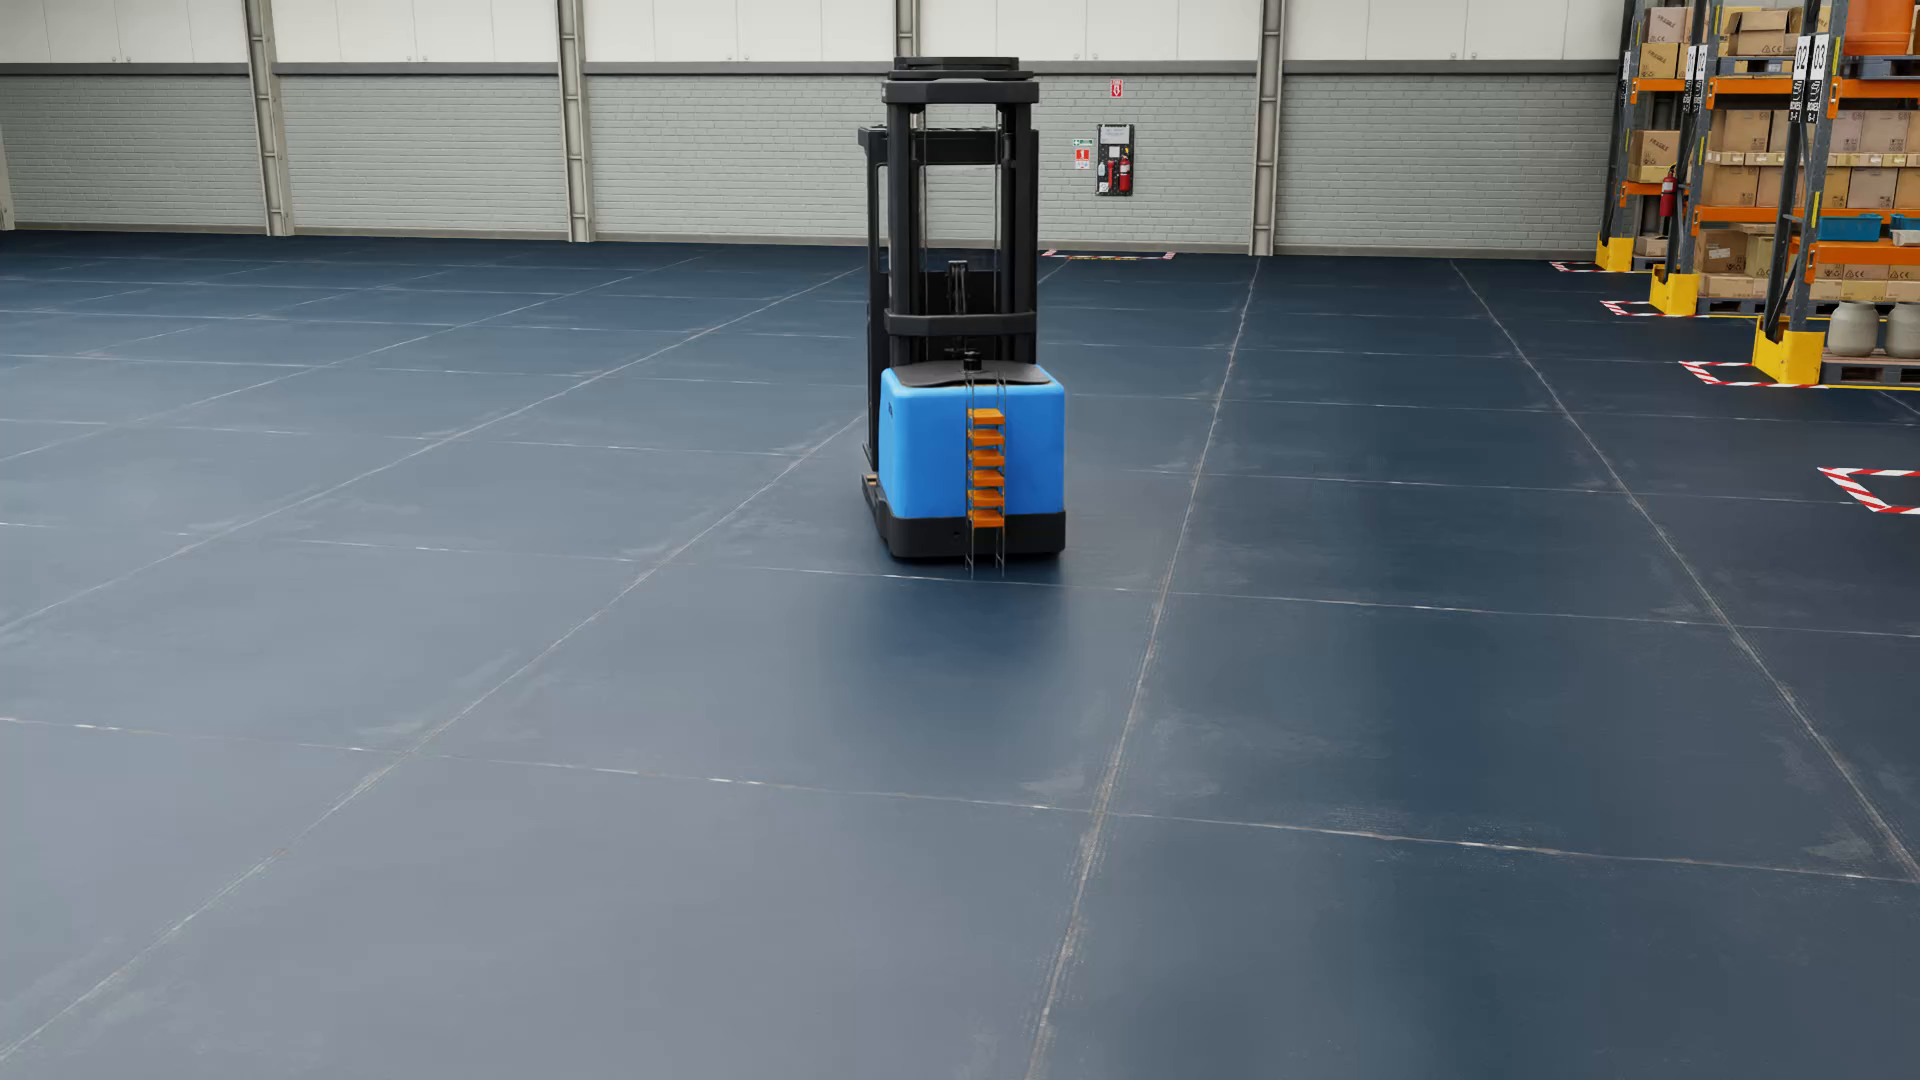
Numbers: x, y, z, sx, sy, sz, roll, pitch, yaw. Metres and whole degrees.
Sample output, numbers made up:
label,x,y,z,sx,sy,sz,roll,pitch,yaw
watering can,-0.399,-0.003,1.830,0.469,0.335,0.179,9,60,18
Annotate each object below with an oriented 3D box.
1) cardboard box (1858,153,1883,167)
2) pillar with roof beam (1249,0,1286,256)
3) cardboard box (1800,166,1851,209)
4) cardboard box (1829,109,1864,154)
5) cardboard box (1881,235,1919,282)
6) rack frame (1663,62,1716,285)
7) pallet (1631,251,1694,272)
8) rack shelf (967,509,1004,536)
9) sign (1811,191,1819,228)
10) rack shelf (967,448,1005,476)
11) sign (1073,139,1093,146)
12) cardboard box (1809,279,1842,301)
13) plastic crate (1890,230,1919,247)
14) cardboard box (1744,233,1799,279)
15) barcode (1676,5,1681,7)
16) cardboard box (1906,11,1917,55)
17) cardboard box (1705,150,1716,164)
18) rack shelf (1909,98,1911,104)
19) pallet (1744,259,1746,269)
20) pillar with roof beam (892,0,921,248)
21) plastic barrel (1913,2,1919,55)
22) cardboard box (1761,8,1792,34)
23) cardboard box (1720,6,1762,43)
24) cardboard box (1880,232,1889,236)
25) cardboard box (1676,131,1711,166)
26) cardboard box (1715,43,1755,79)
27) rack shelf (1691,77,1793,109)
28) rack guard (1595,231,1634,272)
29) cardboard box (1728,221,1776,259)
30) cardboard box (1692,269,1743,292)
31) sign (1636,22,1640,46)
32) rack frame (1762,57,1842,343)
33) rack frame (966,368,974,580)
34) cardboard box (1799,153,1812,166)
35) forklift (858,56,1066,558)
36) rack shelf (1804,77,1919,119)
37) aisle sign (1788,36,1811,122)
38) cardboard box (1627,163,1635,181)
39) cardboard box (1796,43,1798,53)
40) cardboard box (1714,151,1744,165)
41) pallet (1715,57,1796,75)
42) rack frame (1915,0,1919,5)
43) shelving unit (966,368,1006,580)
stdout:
label,x,y,z,sx,sy,sz,roll,pitch,yaw
cardboard box,10.872,-4.566,19.956,0.250,0.149,0.380,3,16,12
pillar with roof beam,4.129,-7.934,22.278,0.400,9.000,9.100,3,16,11
cardboard box,10.480,-4.330,20.318,0.500,0.500,0.700,3,16,11
cardboard box,10.542,-4.954,20.140,0.500,0.500,0.700,3,16,11
cardboard box,11.468,-3.414,20.155,0.500,0.500,0.500,3,16,11
rack frame,9.025,-4.365,20.631,0.127,3.000,1.000,3,16,11
pallet,10.872,-4.261,25.478,1.213,0.211,1.003,3,16,11
rack shelf,0.145,-0.106,9.694,0.180,0.103,0.258,-3,16,-9
sign,7.920,-3.059,15.398,0.005,0.325,0.100,3,16,11
rack shelf,0.145,-0.453,9.598,0.180,0.103,0.258,-3,16,-9
sign,2.054,-6.637,27.774,0.331,0.109,0.001,3,16,11
cardboard box,10.486,-3.103,20.440,0.500,0.250,0.500,3,16,11
plastic crate,8.847,-2.810,15.513,0.250,0.136,0.298,3,16,11
cardboard box,9.996,-3.491,20.434,0.500,0.500,0.500,3,16,11
barcode,10.803,-8.019,25.018,0.075,0.075,0.001,3,16,11
cardboard box,11.356,-6.038,19.809,0.637,0.503,0.797,5,16,17
cardboard box,9.437,-4.755,20.637,0.250,0.149,0.380,3,16,10
rack shelf,15.888,-6.441,23.853,4.000,0.370,1.077,3,16,11
pallet,12.064,-4.195,25.241,1.213,0.211,1.003,3,16,11
pillar with roof beam,-1.751,-8.253,23.430,0.400,9.000,9.100,3,16,11
plastic barrel,9.176,-4.781,15.373,0.600,0.588,0.600,0,15,0
cardboard box,11.990,-7.605,24.610,0.500,0.500,0.500,3,16,11
cardboard box,11.323,-7.498,24.224,0.500,0.500,0.500,4,16,13
cardboard box,11.572,-3.551,20.650,0.500,0.500,0.500,3,16,11
cardboard box,10.898,-5.827,24.747,0.500,0.500,0.500,3,16,11
cardboard box,11.315,-7.017,24.360,0.500,0.500,0.500,4,16,14
rack shelf,10.984,-5.357,19.942,4.000,0.370,1.077,3,16,11
rack guard,10.083,-4.452,25.629,0.348,0.500,1.175,3,16,11
cardboard box,11.936,-4.526,25.069,0.500,0.500,0.700,2,16,8
cardboard box,9.609,-3.291,21.118,0.500,0.250,0.500,3,16,11
sign,9.900,-7.386,24.280,0.005,0.325,0.100,3,16,11
rack frame,8.034,-3.069,15.953,0.127,3.000,1.000,3,16,11
rack frame,0.055,-0.377,9.604,0.006,1.200,0.240,-3,16,-9
cardboard box,10.116,-4.608,20.104,0.250,0.149,0.380,3,16,10
forklift,-0.080,-1.653,10.971,1.130,2.935,3.031,-2,16,-8
rack shelf,9.994,-4.062,15.265,4.000,0.370,1.077,3,16,11
aisle sign,8.022,-4.404,15.901,0.004,0.787,0.394,3,16,11
cardboard box,10.505,-5.624,25.420,0.500,0.250,0.500,3,16,12
cardboard box,10.142,-5.851,19.796,0.250,0.149,0.380,3,16,11
cardboard box,9.366,-4.648,20.252,0.250,0.149,0.380,3,16,11
pallet,9.712,-5.723,20.082,1.213,0.211,1.003,3,16,11
rack frame,13.928,-8.339,23.740,0.127,3.000,1.000,3,16,11
shelving unit,0.145,-0.381,9.618,0.189,1.200,0.258,-3,16,-9
